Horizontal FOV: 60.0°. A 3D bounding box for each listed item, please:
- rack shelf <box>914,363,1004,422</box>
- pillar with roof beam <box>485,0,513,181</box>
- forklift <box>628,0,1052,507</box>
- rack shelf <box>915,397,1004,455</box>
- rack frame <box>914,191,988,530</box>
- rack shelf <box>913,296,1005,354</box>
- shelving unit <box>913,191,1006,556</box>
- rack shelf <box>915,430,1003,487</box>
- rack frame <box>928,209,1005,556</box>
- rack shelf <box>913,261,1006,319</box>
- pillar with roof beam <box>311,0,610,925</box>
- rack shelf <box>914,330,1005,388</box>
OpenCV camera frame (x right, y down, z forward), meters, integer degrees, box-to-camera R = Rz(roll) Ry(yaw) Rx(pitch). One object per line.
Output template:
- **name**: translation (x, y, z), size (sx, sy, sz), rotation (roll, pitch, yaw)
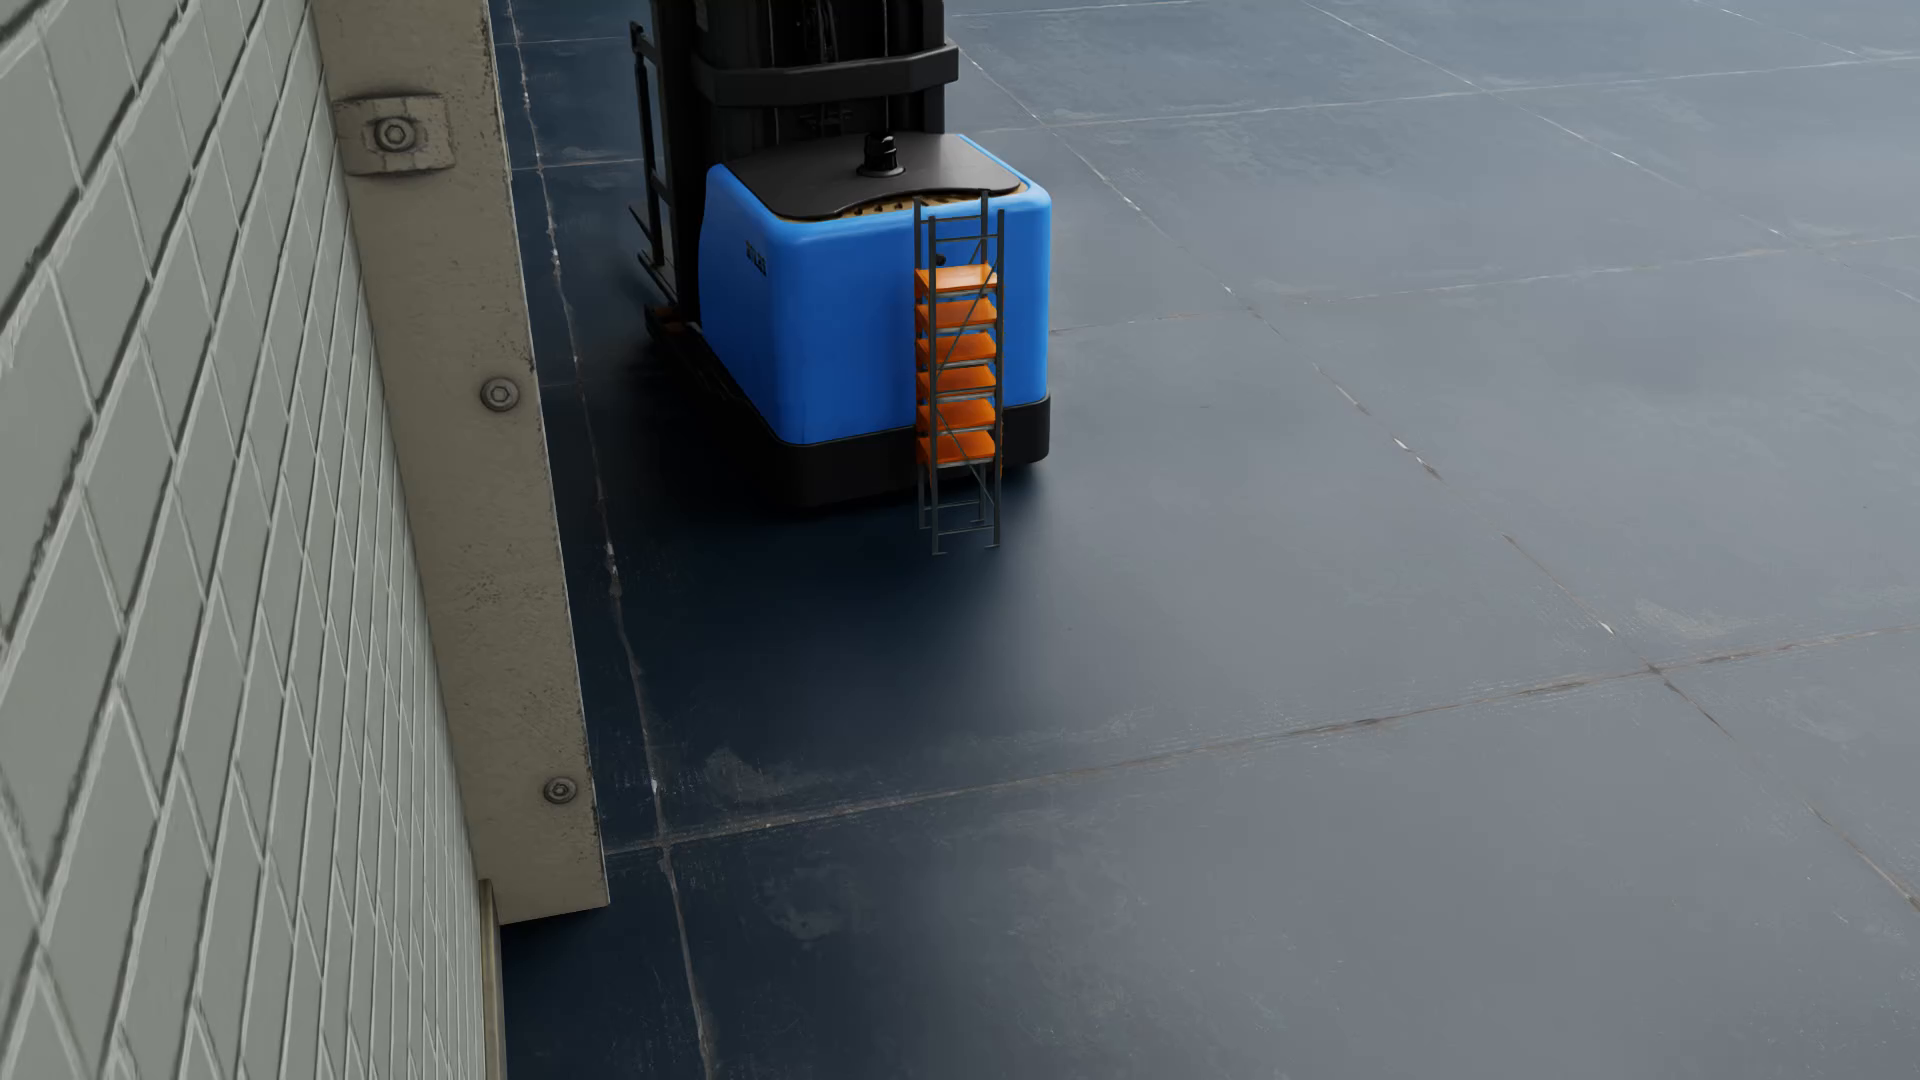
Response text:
- **rack shelf**: translation (-0.004, -0.488, 5.484), size (0.258, 0.103, 0.180), rotation (-8, 31, -13)
- **pillar with roof beam**: translation (1.480, -6.525, 8.041), size (9.100, 9.000, 0.400), rotation (-8, 31, -13)
- **forklift**: translation (-0.716, -2.103, 6.457), size (1.130, 2.935, 3.031), rotation (-12, 32, -20)
- **rack shelf**: translation (-0.004, -0.384, 5.544), size (0.258, 0.103, 0.180), rotation (-8, 31, -13)
- **rack frame**: translation (-0.028, -0.570, 5.538), size (0.240, 1.200, 0.006), rotation (-8, 31, -13)
- **rack shelf**: translation (-0.004, -0.696, 5.364), size (0.258, 0.103, 0.180), rotation (-8, 31, -13)
- **shelving unit**: translation (-0.004, -0.526, 5.462), size (0.258, 1.200, 0.189), rotation (-8, 31, -13)
- **rack shelf**: translation (-0.004, -0.280, 5.604), size (0.258, 0.103, 0.180), rotation (-8, 31, -13)
- **rack frame**: translation (0.020, -0.482, 5.385), size (0.240, 1.200, 0.006), rotation (-8, 31, -13)
- **rack shelf**: translation (-0.004, -0.799, 5.303), size (0.258, 0.103, 0.180), rotation (-8, 31, -13)
- **pillar with roof beam**: translation (3.072, -3.628, 3.034), size (9.100, 9.000, 0.400), rotation (-8, 31, -13)
- **rack shelf**: translation (-0.004, -0.592, 5.424), size (0.258, 0.103, 0.180), rotation (-8, 31, -13)
